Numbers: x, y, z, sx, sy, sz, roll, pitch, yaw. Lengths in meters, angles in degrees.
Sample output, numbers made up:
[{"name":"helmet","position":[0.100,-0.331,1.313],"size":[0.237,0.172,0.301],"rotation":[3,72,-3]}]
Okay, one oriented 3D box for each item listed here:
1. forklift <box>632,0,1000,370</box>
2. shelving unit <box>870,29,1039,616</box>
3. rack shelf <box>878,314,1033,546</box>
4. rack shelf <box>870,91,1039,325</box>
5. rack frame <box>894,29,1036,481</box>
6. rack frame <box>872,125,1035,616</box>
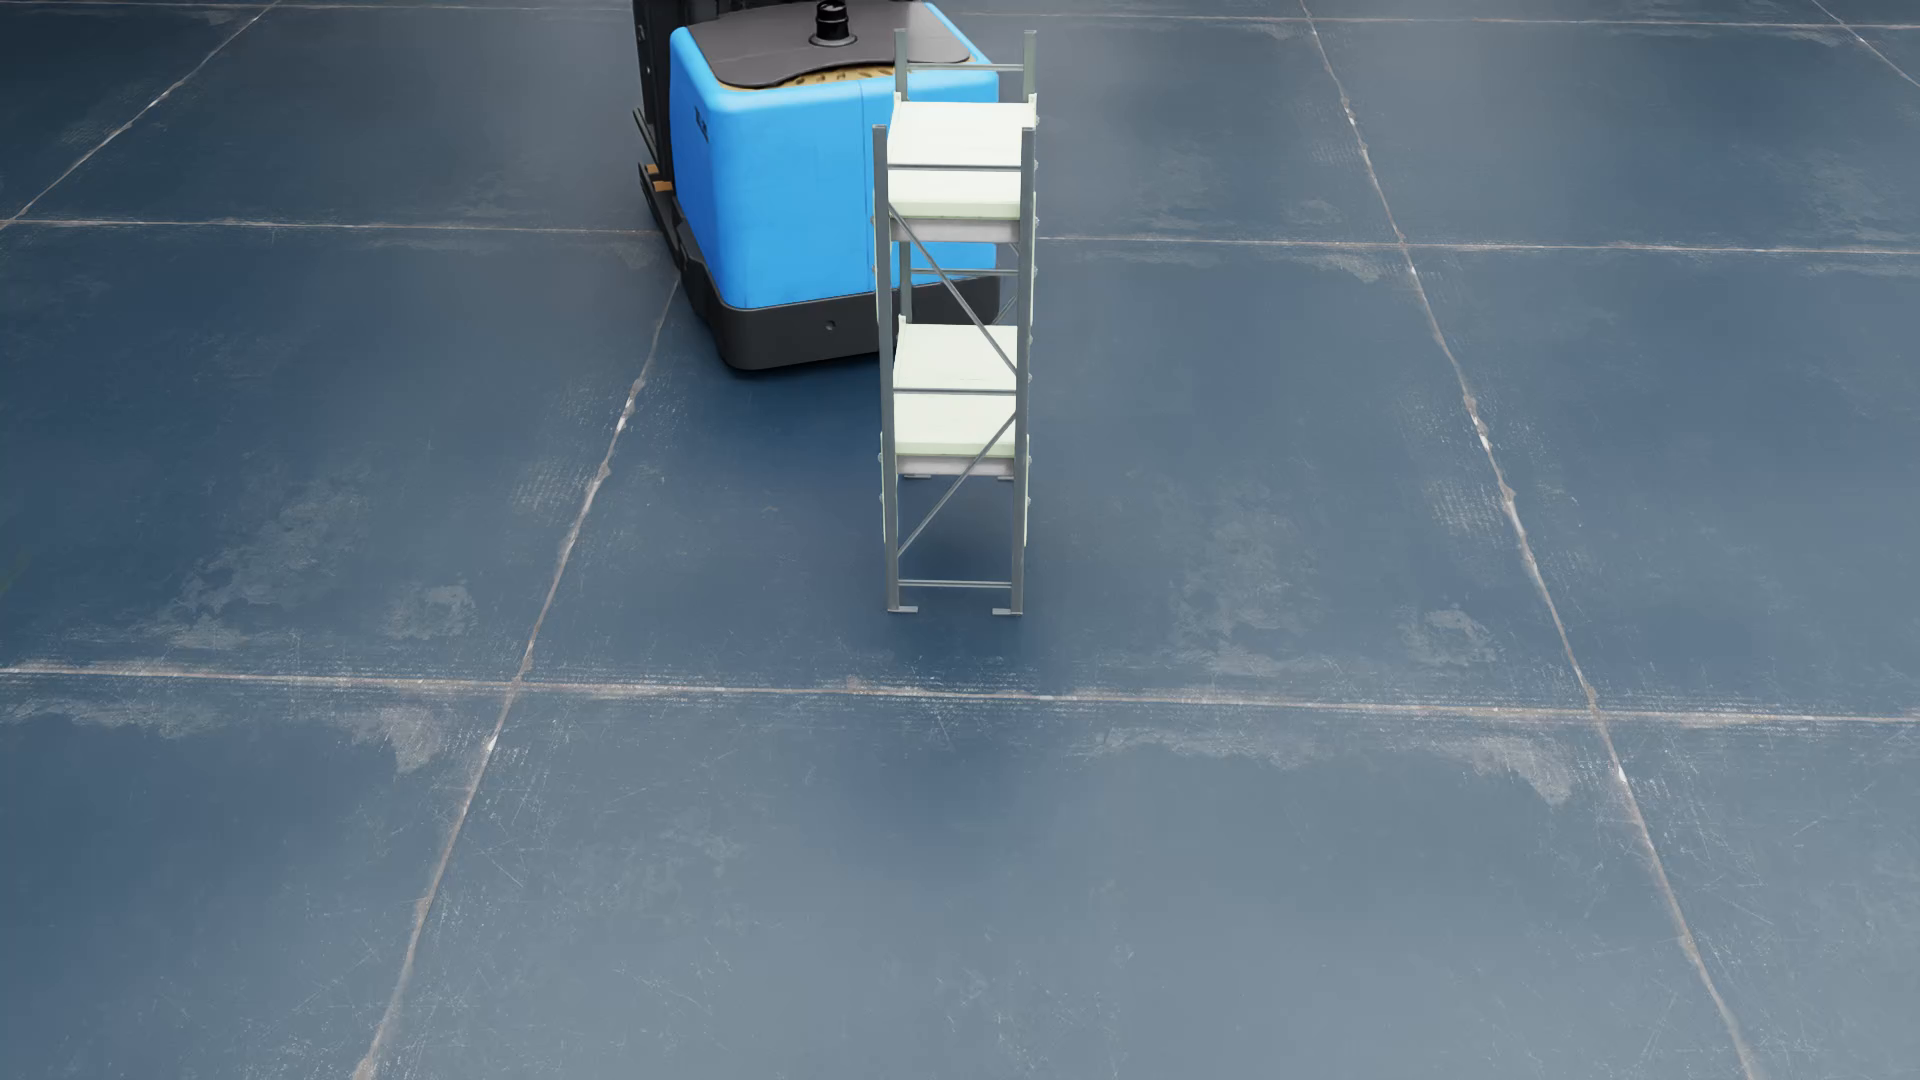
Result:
[{"name":"forklift","position":[-0.787,-2.657,6.482],"size":[1.130,2.935,3.031],"rotation":[-11,36,-15]},{"name":"shelving unit","position":[0.000,-0.610,4.813],"size":[0.431,1.500,0.755],"rotation":[1,35,2]},{"name":"rack shelf","position":[0.000,-0.343,5.001],"size":[0.431,0.370,0.720],"rotation":[1,35,2]},{"name":"rack shelf","position":[0.000,-0.929,4.589],"size":[0.431,0.370,0.720],"rotation":[1,35,2]},{"name":"rack frame","position":[0.014,-0.820,5.113],"size":[0.400,1.500,0.023],"rotation":[1,35,2]},{"name":"rack frame","position":[-0.015,-0.399,4.514],"size":[0.400,1.500,0.023],"rotation":[1,35,2]}]
